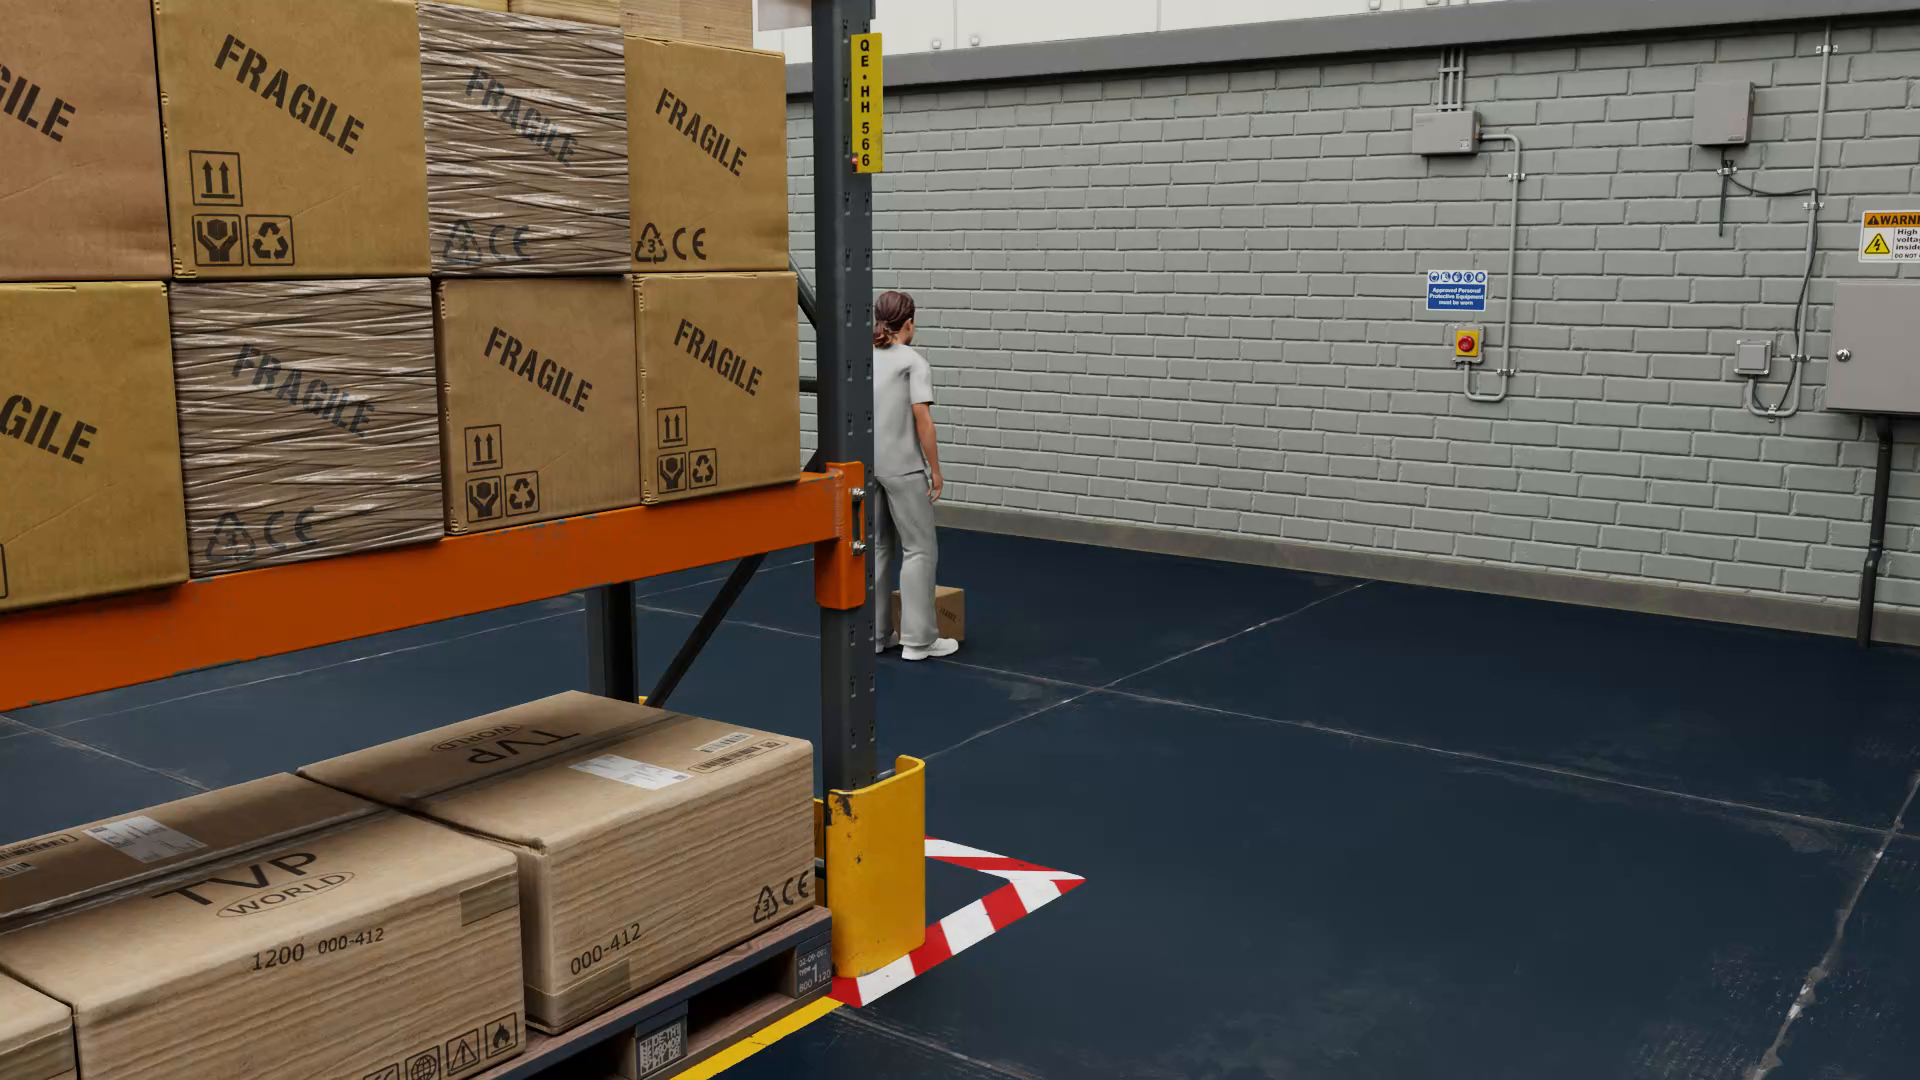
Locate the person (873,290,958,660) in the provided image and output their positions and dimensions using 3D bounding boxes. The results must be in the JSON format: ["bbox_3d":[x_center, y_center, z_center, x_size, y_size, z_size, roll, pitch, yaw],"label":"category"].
[{"bbox_3d":[-0.295,-0.301,7.631,0.513,1.671,0.362,6,12,32],"label":"person"}]
